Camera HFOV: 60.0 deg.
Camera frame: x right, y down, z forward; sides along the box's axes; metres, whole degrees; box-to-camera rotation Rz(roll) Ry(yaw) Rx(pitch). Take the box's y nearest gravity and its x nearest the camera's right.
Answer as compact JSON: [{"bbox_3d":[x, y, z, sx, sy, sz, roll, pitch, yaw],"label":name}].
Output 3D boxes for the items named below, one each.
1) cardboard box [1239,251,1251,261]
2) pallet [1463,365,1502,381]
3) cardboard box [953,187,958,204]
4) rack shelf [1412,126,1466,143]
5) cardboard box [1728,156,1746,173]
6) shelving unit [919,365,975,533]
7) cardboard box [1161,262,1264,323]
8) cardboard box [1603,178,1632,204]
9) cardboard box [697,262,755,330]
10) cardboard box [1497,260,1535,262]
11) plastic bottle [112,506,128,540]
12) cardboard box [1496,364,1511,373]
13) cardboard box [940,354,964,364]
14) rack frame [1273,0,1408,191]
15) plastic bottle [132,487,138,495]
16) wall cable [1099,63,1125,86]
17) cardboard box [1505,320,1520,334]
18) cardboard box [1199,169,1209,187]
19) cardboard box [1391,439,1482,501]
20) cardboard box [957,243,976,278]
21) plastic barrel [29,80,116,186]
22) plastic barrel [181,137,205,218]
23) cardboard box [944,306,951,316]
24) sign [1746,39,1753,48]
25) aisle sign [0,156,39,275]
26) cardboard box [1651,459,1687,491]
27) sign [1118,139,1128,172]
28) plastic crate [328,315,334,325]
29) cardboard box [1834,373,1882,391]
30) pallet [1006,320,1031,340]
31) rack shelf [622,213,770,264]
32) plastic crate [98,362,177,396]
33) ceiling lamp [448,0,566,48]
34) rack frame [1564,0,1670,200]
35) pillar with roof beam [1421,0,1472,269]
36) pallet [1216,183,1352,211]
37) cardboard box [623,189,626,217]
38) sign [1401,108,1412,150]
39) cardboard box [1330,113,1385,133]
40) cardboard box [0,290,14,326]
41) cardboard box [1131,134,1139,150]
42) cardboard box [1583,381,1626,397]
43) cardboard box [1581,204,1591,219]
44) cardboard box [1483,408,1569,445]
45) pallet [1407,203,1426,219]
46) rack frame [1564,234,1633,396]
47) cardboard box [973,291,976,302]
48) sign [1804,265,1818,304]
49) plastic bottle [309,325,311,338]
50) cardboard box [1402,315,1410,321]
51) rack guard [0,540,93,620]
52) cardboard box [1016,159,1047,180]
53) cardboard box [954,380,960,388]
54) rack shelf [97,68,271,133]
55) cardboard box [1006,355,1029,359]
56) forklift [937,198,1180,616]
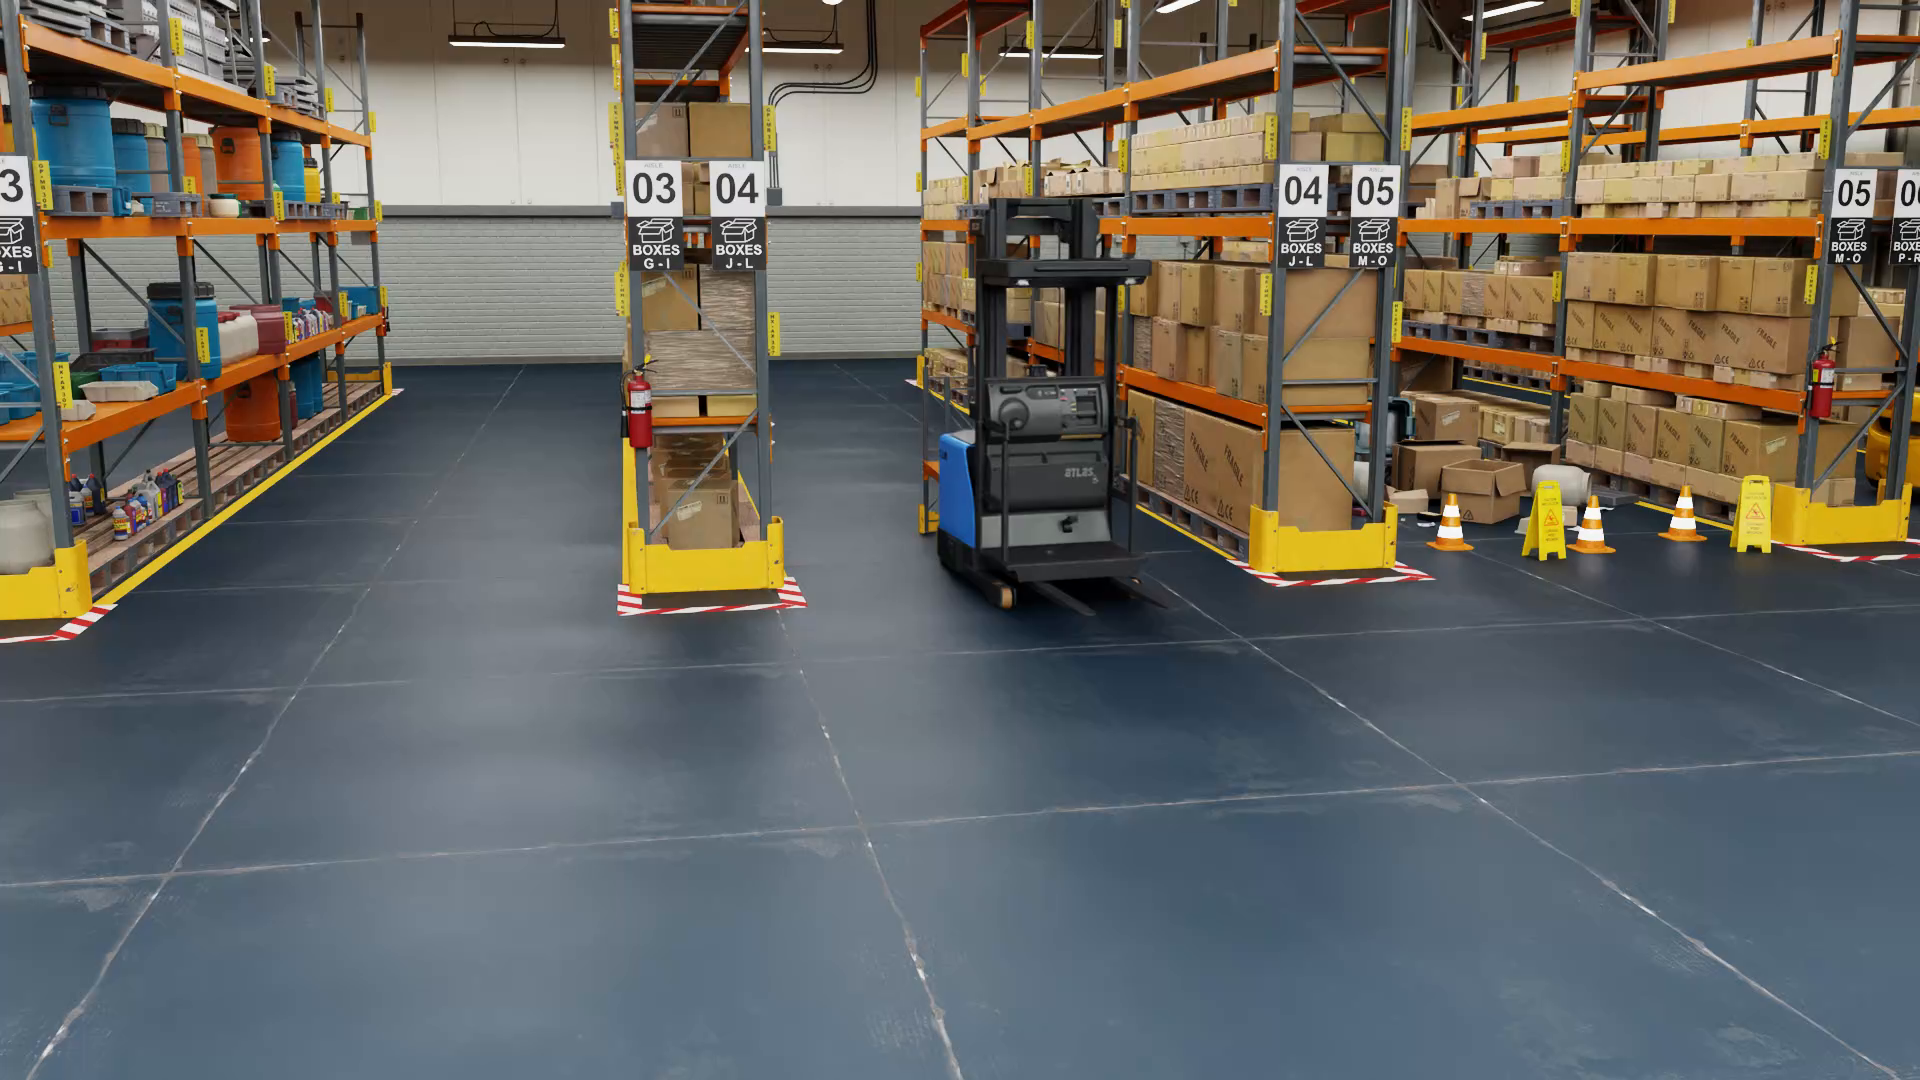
[{"bbox_3d":[4.888,-4.467,27.203,0.500,0.500,0.500,-2,11,-10],"label":"cardboard box"},{"bbox_3d":[9.711,-3.049,30.150,1.003,0.211,1.213,-2,11,-11],"label":"pallet"},{"bbox_3d":[0.185,-5.282,25.468,0.500,0.250,0.500,-3,11,-13],"label":"cardboard box"},{"bbox_3d":[5.839,-5.694,23.541,1.077,0.370,4.000,-2,11,-11],"label":"rack shelf"},{"bbox_3d":[7.309,-3.445,15.289,0.380,0.149,0.250,-2,11,-11],"label":"cardboard box"},{"bbox_3d":[0.015,-0.723,14.483,0.587,1.500,1.083,-2,11,-11],"label":"shelving unit"},{"bbox_3d":[2.399,-2.333,15.641,0.875,0.550,0.550,-2,11,-11],"label":"cardboard box"},{"bbox_3d":[6.932,-3.558,16.950,0.500,0.250,0.500,-2,11,-11],"label":"cardboard box"},{"bbox_3d":[-1.777,-1.900,12.919,0.500,0.500,0.500,-2,11,-11],"label":"cardboard box"},{"bbox_3d":[6.823,-3.361,20.410,0.380,0.149,0.250,-3,11,-14],"label":"cardboard box"},{"bbox_3d":[-6.843,-0.142,13.542,0.097,0.271,0.097,0,11,0],"label":"plastic bottle"},{"bbox_3d":[9.699,-3.183,28.958,0.500,0.500,0.500,-2,11,-10],"label":"cardboard box"},{"bbox_3d":[-0.120,-2.948,27.073,0.380,0.149,0.250,-2,11,-10],"label":"cardboard box"},{"bbox_3d":[2.948,-4.212,12.757,1.000,3.000,0.127,-2,11,-11],"label":"rack frame"},{"bbox_3d":[-7.161,-0.327,14.483,0.061,0.283,0.133,-2,11,-11],"label":"plastic bottle"},{"bbox_3d":[4.027,-8.405,34.786,2.355,3.000,0.029,-2,11,-11],"label":"wall cable"},{"bbox_3d":[6.515,-2.459,19.142,0.380,0.149,0.250,-2,11,-12],"label":"cardboard box"},{"bbox_3d":[2.304,-3.152,14.492,0.380,0.149,0.250,-2,11,-11],"label":"cardboard box"},{"bbox_3d":[4.769,-0.705,16.690,0.797,0.637,0.503,-2,11,-11],"label":"cardboard box"},{"bbox_3d":[0.257,-4.228,25.152,0.500,0.500,0.500,-3,11,-13],"label":"cardboard box"},{"bbox_3d":[-7.485,-3.396,14.030,0.600,0.901,0.708,-2,11,-11],"label":"plastic barrel"},{"bbox_3d":[-8.278,-3.796,17.446,0.600,0.830,0.708,-2,11,-11],"label":"plastic barrel"},{"bbox_3d":[-0.046,-3.670,26.628,0.380,0.149,0.250,-2,11,-10],"label":"cardboard box"},{"bbox_3d":[10.565,-6.535,22.253,0.100,0.325,0.005,-2,11,-11],"label":"sign"},{"bbox_3d":[-6.494,-2.197,11.265,0.394,0.787,0.004,-2,11,-11],"label":"aisle sign"},{"bbox_3d":[7.162,-0.648,16.310,0.500,0.250,0.500,-3,11,-13],"label":"cardboard box"},{"bbox_3d":[1.639,-3.859,16.701,0.100,0.325,0.005,-2,11,-11],"label":"sign"},{"bbox_3d":[-9.080,-3.114,23.579,0.396,0.136,0.243,-2,11,-11],"label":"plastic crate"},{"bbox_3d":[7.921,-1.410,14.751,0.380,0.149,0.250,-2,11,-11],"label":"cardboard box"},{"bbox_3d":[1.149,-2.764,21.711,1.213,0.211,1.003,-2,11,-11],"label":"pallet"},{"bbox_3d":[-2.326,-2.590,14.182,1.077,0.370,4.000,-2,11,-11],"label":"rack shelf"},{"bbox_3d":[-7.092,-1.390,14.375,0.499,0.251,0.616,-2,11,-11],"label":"plastic crate"},{"bbox_3d":[-7.959,-10.256,28.900,2.000,3.185,0.800,-2,11,-11],"label":"ceiling lamp"},{"bbox_3d":[7.006,-5.144,17.655,1.000,3.000,0.127,-2,11,-11],"label":"rack frame"},{"bbox_3d":[5.677,-7.897,32.118,9.100,9.000,0.548,-2,11,-11],"label":"pillar with roof beam"},{"bbox_3d":[2.793,-2.830,13.759,1.003,0.211,1.213,-2,11,-11],"label":"pallet"},{"bbox_3d":[-2.685,-2.956,14.583,0.500,0.250,0.500,-3,11,-13],"label":"cardboard box"},{"bbox_3d":[3.493,-3.225,13.049,0.100,0.325,0.005,-2,11,-11],"label":"sign"},{"bbox_3d":[3.195,-3.335,13.320,0.380,0.149,0.250,-2,11,-10],"label":"cardboard box"},{"bbox_3d":[-14.119,-3.375,24.141,0.500,0.500,0.500,-2,11,-12],"label":"cardboard box"},{"bbox_3d":[1.907,-3.916,16.377,0.380,0.149,0.250,-2,11,-10],"label":"cardboard box"},{"bbox_3d":[6.821,-1.596,17.551,0.380,0.149,0.250,-2,11,-10],"label":"cardboard box"},{"bbox_3d":[6.824,-3.480,17.608,0.380,0.149,0.250,-2,11,-12],"label":"cardboard box"},{"bbox_3d":[6.758,-1.340,19.619,0.950,0.372,0.625,-1,11,-7],"label":"cardboard box"},{"bbox_3d":[6.050,-4.427,22.417,1.213,0.211,1.003,-2,11,-8],"label":"pallet"},{"bbox_3d":[10.318,-3.845,26.876,1.000,3.000,0.127,-2,11,-11],"label":"rack frame"},{"bbox_3d":[0.393,-3.463,23.622,0.380,0.149,0.250,-3,11,-13],"label":"cardboard box"},{"bbox_3d":[7.235,-2.171,14.137,0.100,0.325,0.005,-2,11,-11],"label":"sign"},{"bbox_3d":[-8.446,-2.718,21.487,0.097,0.201,0.097,0,11,0],"label":"plastic bottle"},{"bbox_3d":[5.875,-2.940,22.522,0.500,0.250,0.500,-3,11,-13],"label":"cardboard box"},{"bbox_3d":[-6.857,0.293,11.819,1.175,0.500,0.348,-2,11,-11],"label":"rack guard"},{"bbox_3d":[0.944,-4.789,21.497,0.396,0.266,0.258,-2,11,-11],"label":"cardboard box"},{"bbox_3d":[0.120,-2.428,25.930,0.380,0.149,0.250,-2,11,-13],"label":"cardboard box"},{"bbox_3d":[-7.963,-4.420,16.847,1.077,0.370,4.000,-2,11,-11],"label":"rack shelf"},{"bbox_3d":[0.809,-2.380,22.737,0.500,0.250,0.500,-2,11,-10],"label":"cardboard box"},{"bbox_3d":[0.720,-1.017,12.202,1.130,2.935,3.031,-3,11,-16],"label":"forklift"}]
